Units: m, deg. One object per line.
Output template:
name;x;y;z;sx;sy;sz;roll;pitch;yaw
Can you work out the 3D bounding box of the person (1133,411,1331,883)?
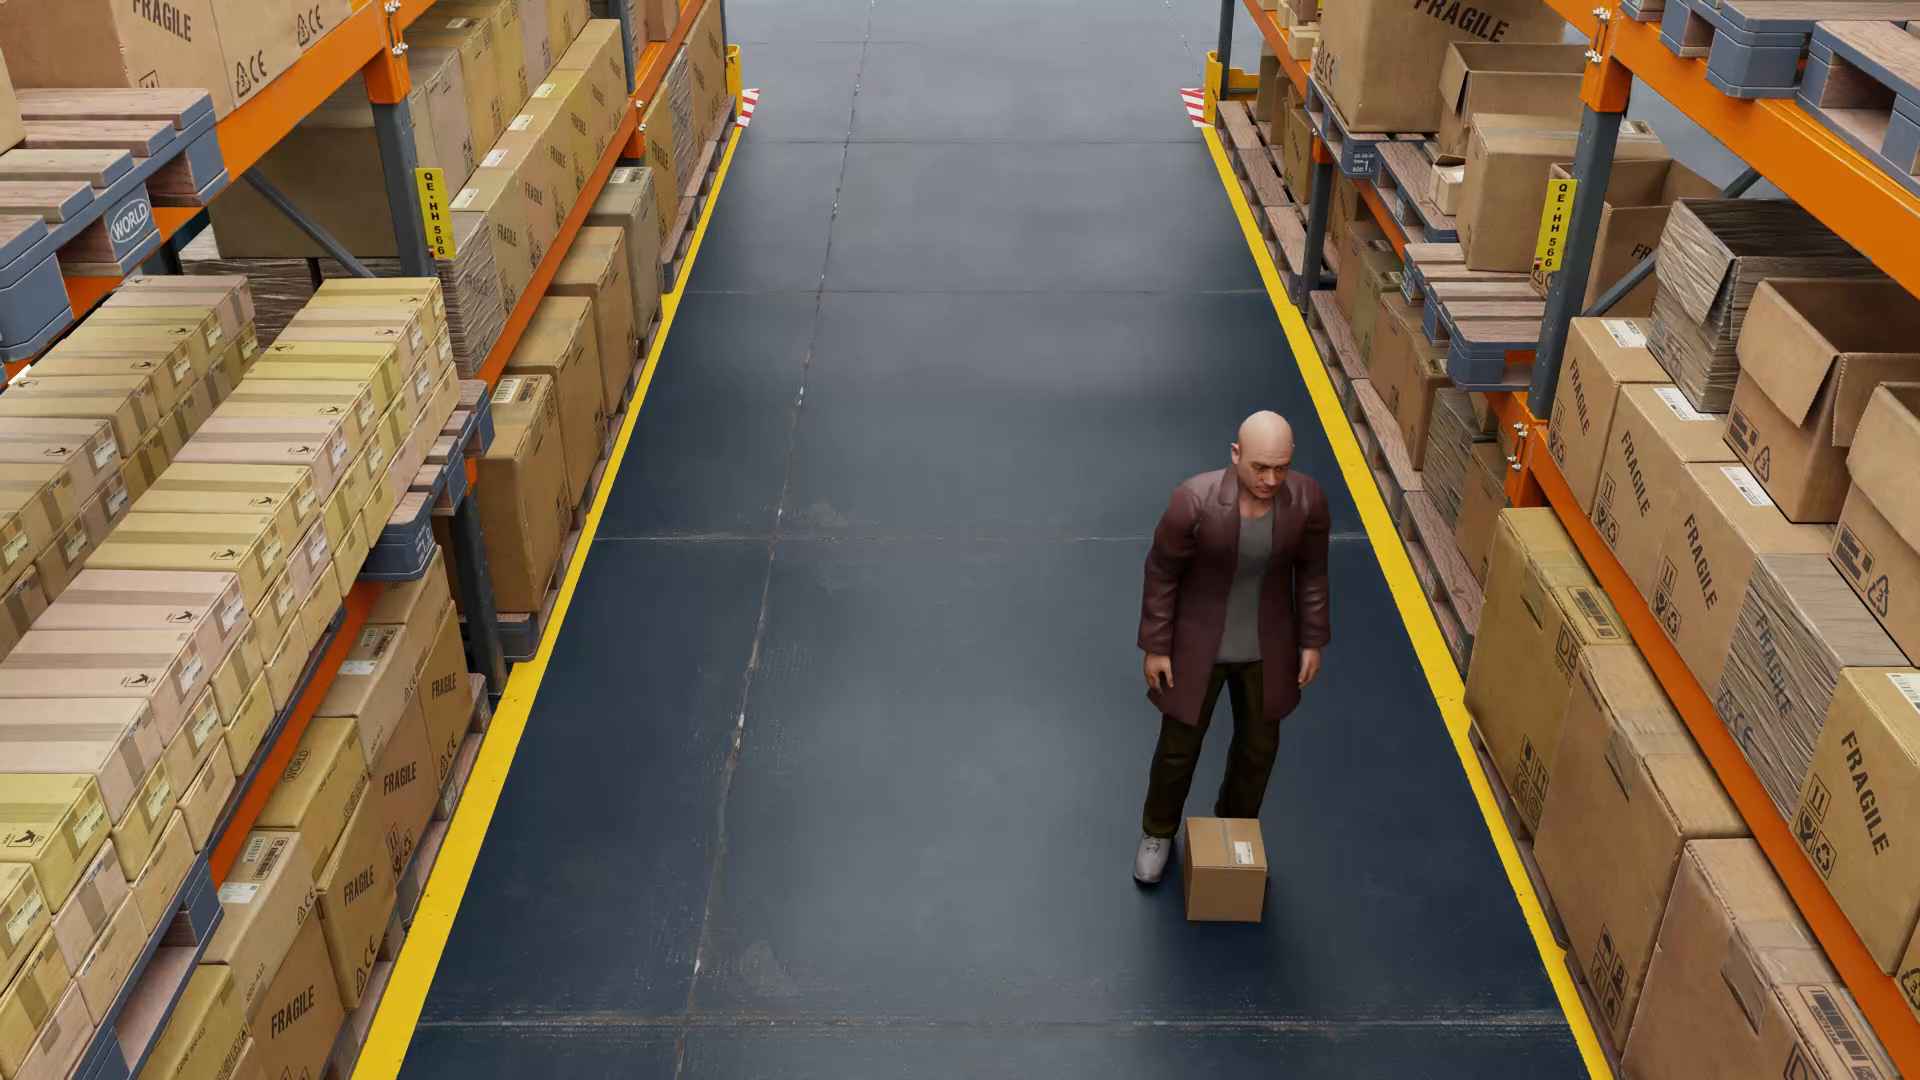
person;0.914;0.357;5.556;0.653;1.773;0.425;-2;31;-3
